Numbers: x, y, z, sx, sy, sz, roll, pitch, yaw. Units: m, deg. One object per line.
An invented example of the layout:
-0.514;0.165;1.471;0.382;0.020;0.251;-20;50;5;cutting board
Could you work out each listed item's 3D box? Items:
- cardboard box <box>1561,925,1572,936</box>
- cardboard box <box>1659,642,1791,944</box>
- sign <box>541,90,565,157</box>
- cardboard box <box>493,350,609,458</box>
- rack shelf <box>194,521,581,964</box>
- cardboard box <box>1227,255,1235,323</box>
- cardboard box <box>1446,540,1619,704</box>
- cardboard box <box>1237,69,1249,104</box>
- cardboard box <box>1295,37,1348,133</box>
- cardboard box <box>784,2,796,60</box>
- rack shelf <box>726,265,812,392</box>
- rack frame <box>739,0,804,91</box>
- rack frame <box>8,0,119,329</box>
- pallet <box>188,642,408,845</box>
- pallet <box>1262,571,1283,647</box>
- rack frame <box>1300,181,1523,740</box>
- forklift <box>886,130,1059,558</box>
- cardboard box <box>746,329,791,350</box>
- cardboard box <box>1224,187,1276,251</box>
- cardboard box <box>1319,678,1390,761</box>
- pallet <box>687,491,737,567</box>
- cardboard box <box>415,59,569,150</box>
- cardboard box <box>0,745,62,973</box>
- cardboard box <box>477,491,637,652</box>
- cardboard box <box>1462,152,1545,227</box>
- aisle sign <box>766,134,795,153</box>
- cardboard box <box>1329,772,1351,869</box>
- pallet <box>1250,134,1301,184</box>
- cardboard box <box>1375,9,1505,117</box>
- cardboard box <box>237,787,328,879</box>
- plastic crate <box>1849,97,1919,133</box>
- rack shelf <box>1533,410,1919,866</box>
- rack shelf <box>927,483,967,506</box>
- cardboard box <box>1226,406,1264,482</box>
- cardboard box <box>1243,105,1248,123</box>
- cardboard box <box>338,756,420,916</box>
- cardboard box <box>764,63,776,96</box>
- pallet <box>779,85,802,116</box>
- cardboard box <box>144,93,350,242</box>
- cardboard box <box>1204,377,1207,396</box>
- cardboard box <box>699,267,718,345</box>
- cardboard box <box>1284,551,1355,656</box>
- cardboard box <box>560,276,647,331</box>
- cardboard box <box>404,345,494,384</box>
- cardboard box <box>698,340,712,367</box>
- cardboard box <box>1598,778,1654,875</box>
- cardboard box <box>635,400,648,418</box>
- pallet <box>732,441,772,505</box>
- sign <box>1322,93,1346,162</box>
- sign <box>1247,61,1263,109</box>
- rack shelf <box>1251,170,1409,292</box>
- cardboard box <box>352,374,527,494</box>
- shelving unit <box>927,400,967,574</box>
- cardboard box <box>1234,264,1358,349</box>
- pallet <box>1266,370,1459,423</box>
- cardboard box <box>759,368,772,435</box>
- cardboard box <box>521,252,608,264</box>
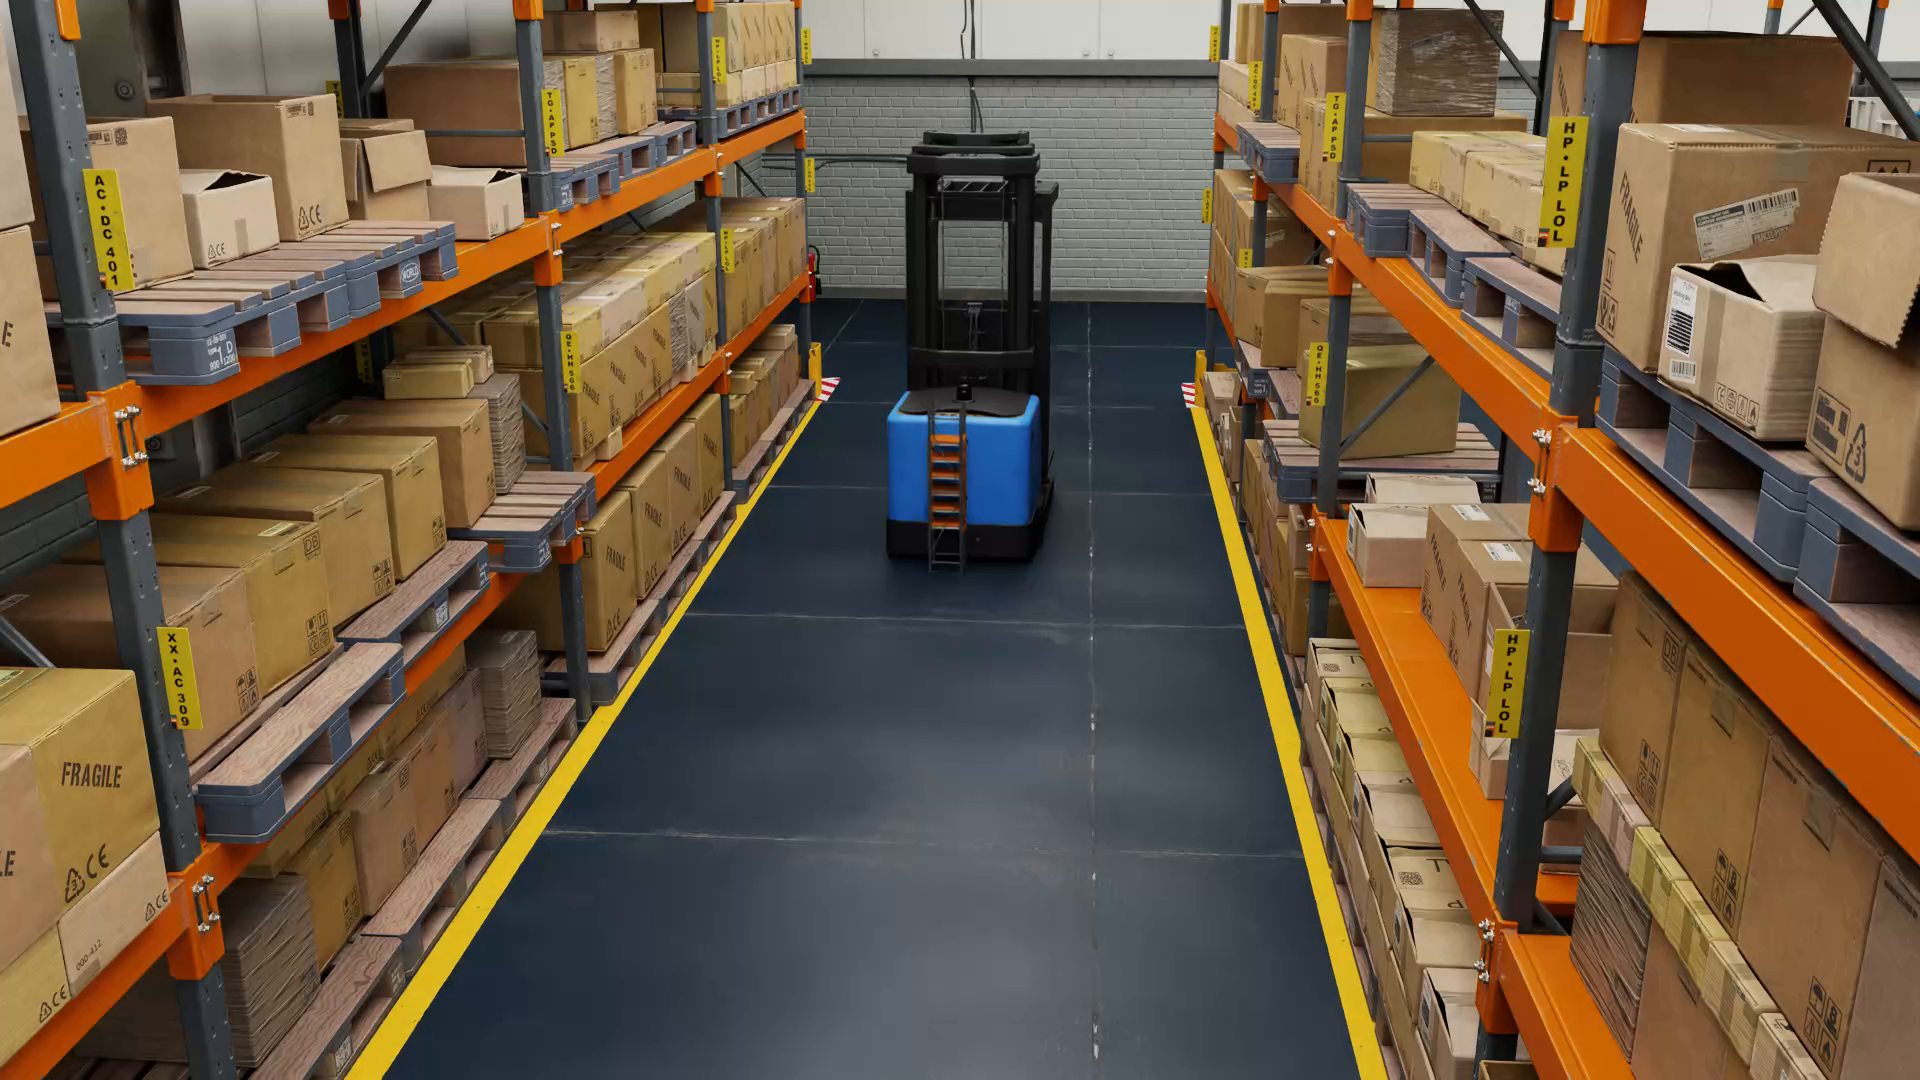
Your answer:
2.392;1.487;5.908;0.500;0.311;0.500;1;18;3;cardboard box
2.012;0.556;3.666;0.700;0.500;0.500;1;18;4;cardboard box
-2.041;-2.085;8.322;0.100;0.325;0.005;1;18;4;sign
-2.292;-0.770;9.287;0.500;0.500;0.500;2;18;6;cardboard box
-2.725;0.536;7.125;1.077;0.370;4.000;1;18;4;rack shelf
2.496;-2.088;13.818;0.500;0.500;0.500;2;18;5;cardboard box
2.218;0.320;6.469;0.500;0.500;0.500;1;18;4;cardboard box
2.488;-3.619;13.271;0.500;0.250;0.500;1;18;4;cardboard box
2.511;-2.917;10.695;0.600;0.600;0.600;1;18;3;cardboard box
-1.789;-4.636;15.138;0.500;0.500;0.500;1;18;4;cardboard box
-2.152;-1.949;14.708;1.077;0.370;4.000;1;18;4;rack shelf
-2.008;-5.762;15.557;1.000;3.000;0.127;1;18;4;rack frame
-2.869;-2.035;4.183;1.000;3.000;0.127;1;18;4;rack frame
-2.669;0.672;5.862;1.003;0.211;1.213;1;18;4;pallet
2.541;0.399;10.867;1.003;0.211;1.213;1;18;4;pallet
2.359;-0.317;8.575;1.000;3.000;0.127;1;18;4;rack frame
0.171;-1.682;12.849;1.130;2.935;3.031;2;18;7;forklift
-1.804;-1.888;15.667;0.380;0.149;0.250;2;18;5;cardboard box
2.532;-2.717;14.132;0.500;0.500;0.500;1;18;3;cardboard box
2.000;0.843;7.875;0.500;0.311;0.500;1;18;3;cardboard box
-2.275;-0.103;12.398;1.003;0.211;1.213;1;18;4;pallet
-2.619;-2.427;9.327;0.700;0.500;0.500;0;18;1;cardboard box
-2.624;0.830;4.078;0.500;0.500;0.500;1;18;4;cardboard box
-2.398;0.170;9.866;0.750;0.750;0.750;1;18;3;cardboard box
2.311;-1.388;6.592;0.500;0.250;0.500;1;18;3;cardboard box
-1.704;-4.163;16.134;0.394;0.787;0.004;1;18;4;aisle sign
1.963;1.263;7.491;0.500;0.250;0.500;1;18;2;cardboard box
2.458;-2.373;10.332;1.213;0.211;1.003;1;18;4;pallet
2.397;-2.401;8.349;0.500;0.500;0.500;1;18;4;cardboard box
-2.804;1.072;6.438;0.500;0.250;0.500;1;18;3;cardboard box
7.406;-3.378;13.288;0.437;0.282;0.530;1;18;4;plastic crate
1.929;0.462;2.533;1.077;0.370;4.000;1;18;4;rack shelf
-0.090;-0.320;11.617;0.258;0.103;0.180;2;18;7;rack shelf
2.404;-0.764;13.246;0.500;0.500;0.500;1;18;4;cardboard box
2.462;-3.226;12.874;0.500;0.250;0.500;1;18;4;cardboard box
-2.769;1.246;7.111;0.700;0.500;0.500;1;18;5;cardboard box
-1.865;-3.956;14.267;0.500;0.250;0.500;1;18;2;cardboard box
-2.051;-4.064;15.334;1.003;0.211;1.213;1;18;4;pallet
-2.661;-1.408;6.251;0.500;0.500;0.500;1;18;2;cardboard box
2.542;-1.465;15.920;0.380;0.166;0.250;1;18;4;cardboard box
-2.077;-1.719;12.180;0.500;0.500;0.500;1;18;3;cardboard box
2.192;0.366;9.798;0.500;0.500;0.500;2;18;6;cardboard box
-2.222;-1.439;10.123;0.500;0.250;0.500;1;18;4;cardboard box
-2.577;-0.884;8.394;0.380;0.149;0.250;-1;18;-3;cardboard box
-2.031;-1.369;12.155;0.380;0.149;0.250;2;18;5;cardboard box
1.842;0.726;4.187;0.380;0.149;0.250;2;18;5;cardboard box
-2.228;-0.891;10.695;0.380;0.149;0.250;1;18;4;cardboard box
-2.163;-0.579;13.850;1.003;0.211;1.213;1;18;4;pallet
1.818;-2.001;8.066;0.100;0.325;0.005;1;18;4;sign
2.104;-3.241;11.848;0.100;0.325;0.005;1;18;4;sign
2.503;-2.022;10.115;1.077;0.370;4.000;1;18;4;rack shelf
-2.606;-0.537;8.378;0.700;0.500;0.500;-1;18;-3;cardboard box
-0.090;-0.363;11.603;0.258;1.200;0.189;2;18;7;shelving unit
2.389;-1.665;11.851;0.700;0.500;0.500;-5;19;-15;cardboard box
2.494;-0.830;10.448;1.003;0.211;1.213;1;18;4;pallet
-2.061;-1.226;14.688;0.700;0.500;0.500;2;18;5;cardboard box
-2.650;-1.768;11.128;0.500;0.250;0.500;1;18;2;cardboard box
